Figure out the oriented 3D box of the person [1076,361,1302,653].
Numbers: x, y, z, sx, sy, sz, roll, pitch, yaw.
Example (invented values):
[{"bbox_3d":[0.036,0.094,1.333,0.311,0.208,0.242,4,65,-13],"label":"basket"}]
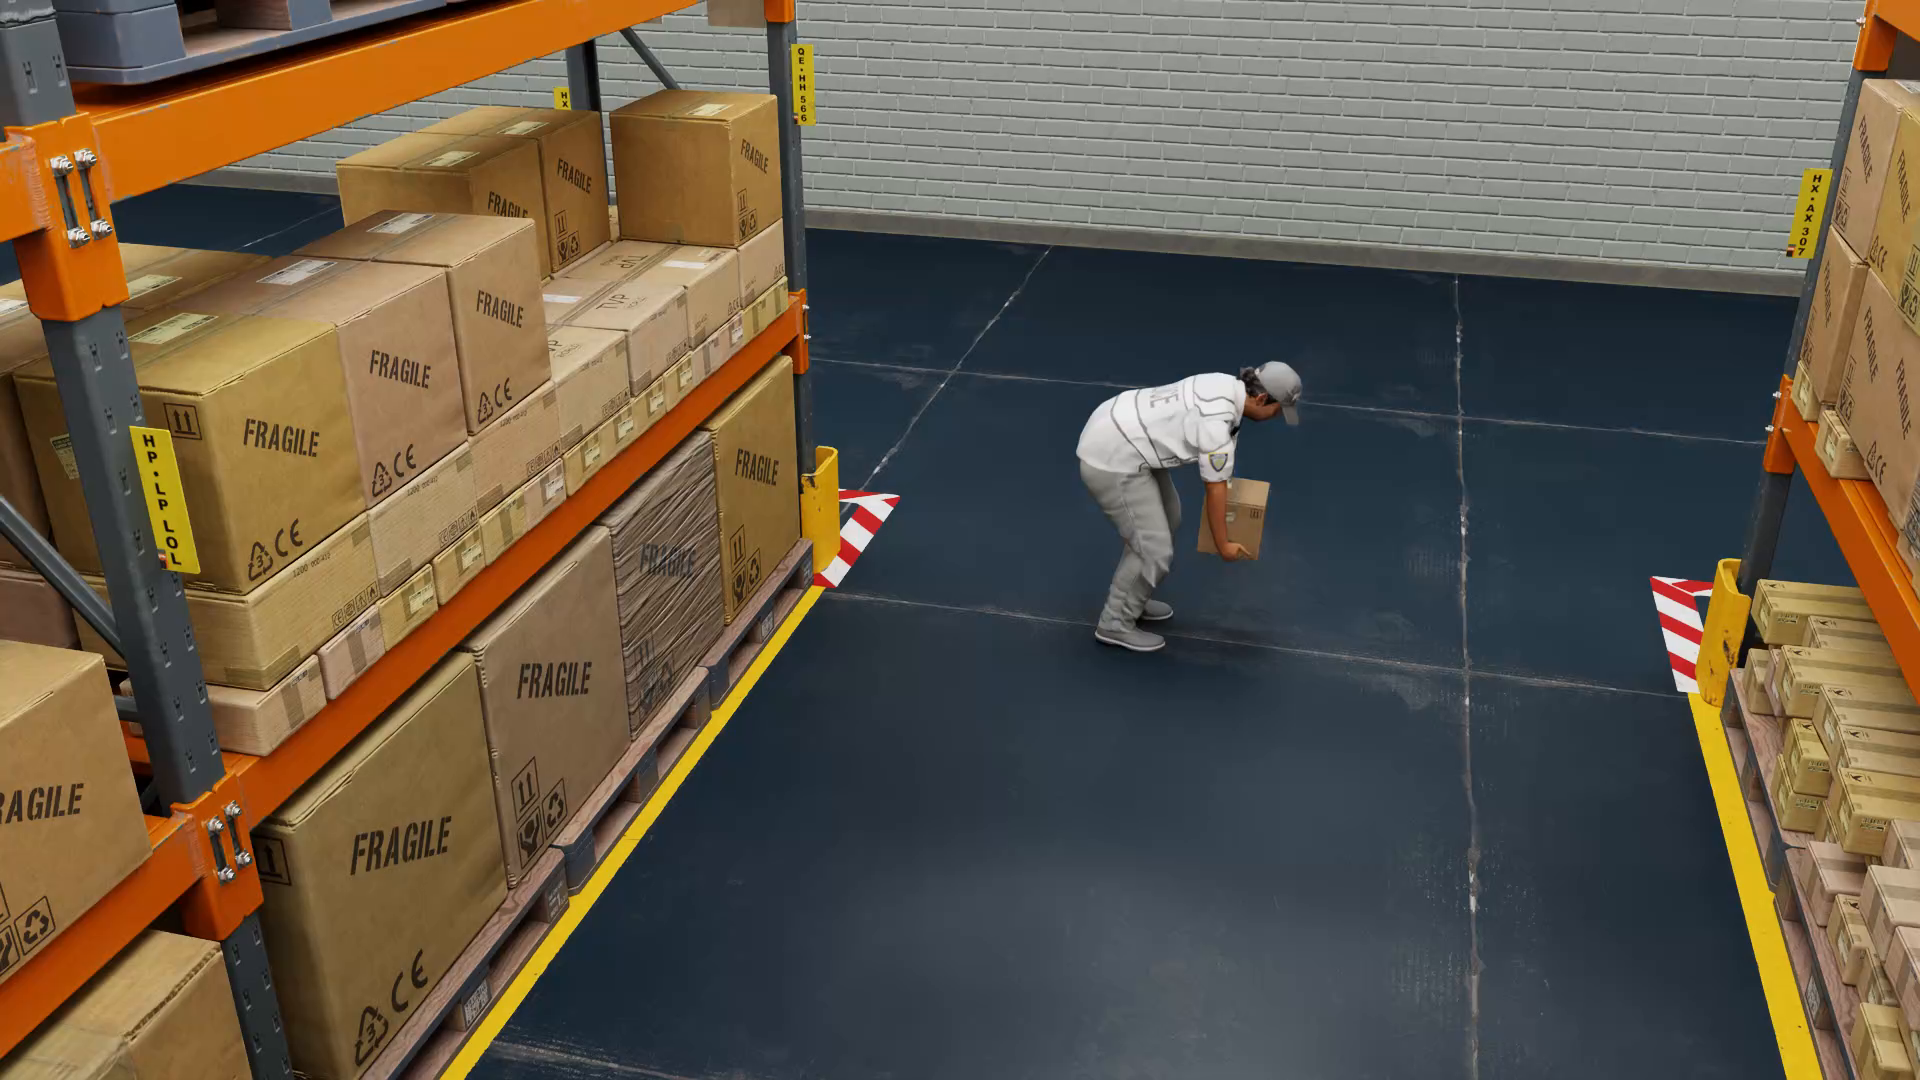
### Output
[{"bbox_3d":[0.926,-0.161,6.925,0.892,1.258,0.474,5,26,11],"label":"person"}]
